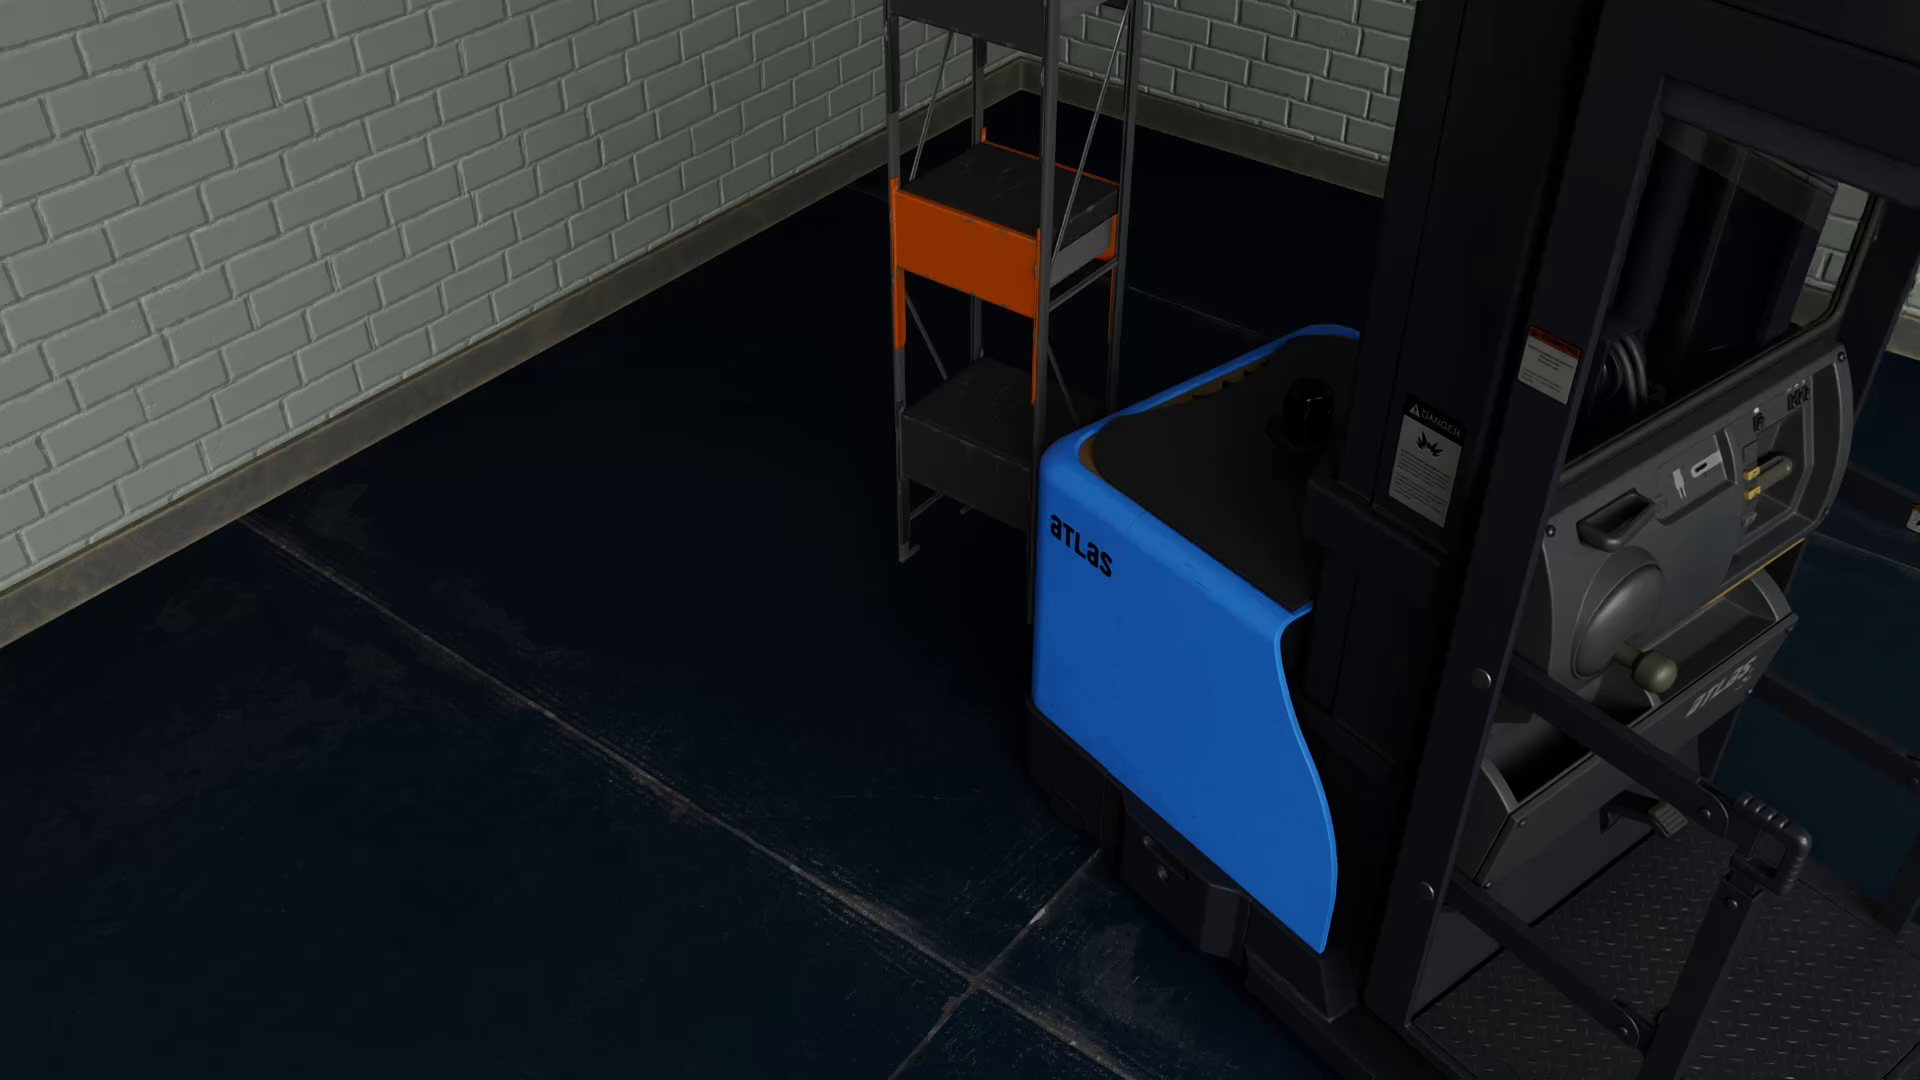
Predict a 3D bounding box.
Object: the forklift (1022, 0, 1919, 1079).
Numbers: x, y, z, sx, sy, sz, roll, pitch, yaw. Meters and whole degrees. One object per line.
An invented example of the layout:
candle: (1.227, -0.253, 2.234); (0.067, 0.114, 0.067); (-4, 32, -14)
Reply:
forklift: (1.460, 0.018, 2.849); (1.130, 2.935, 3.031); (-25, 45, -29)

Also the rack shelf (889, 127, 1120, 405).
rack shelf: (0.131, -0.754, 4.532); (0.480, 0.518, 0.431); (25, 45, 29)

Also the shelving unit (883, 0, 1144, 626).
shelving unit: (0.131, -0.765, 4.524); (0.503, 2.100, 0.431); (25, 45, 29)

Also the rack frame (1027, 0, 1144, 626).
rack frame: (0.325, -0.673, 4.407); (0.015, 2.100, 0.400); (25, 45, 29)

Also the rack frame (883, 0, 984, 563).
rack frame: (-0.062, -0.856, 4.640); (0.015, 2.100, 0.400); (25, 45, 29)

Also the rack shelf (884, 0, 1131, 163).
rack shelf: (0.131, -1.305, 4.100); (0.480, 0.518, 0.431); (25, 45, 29)

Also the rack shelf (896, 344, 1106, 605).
rack shelf: (0.131, -0.203, 4.963); (0.480, 0.518, 0.431); (25, 45, 29)
